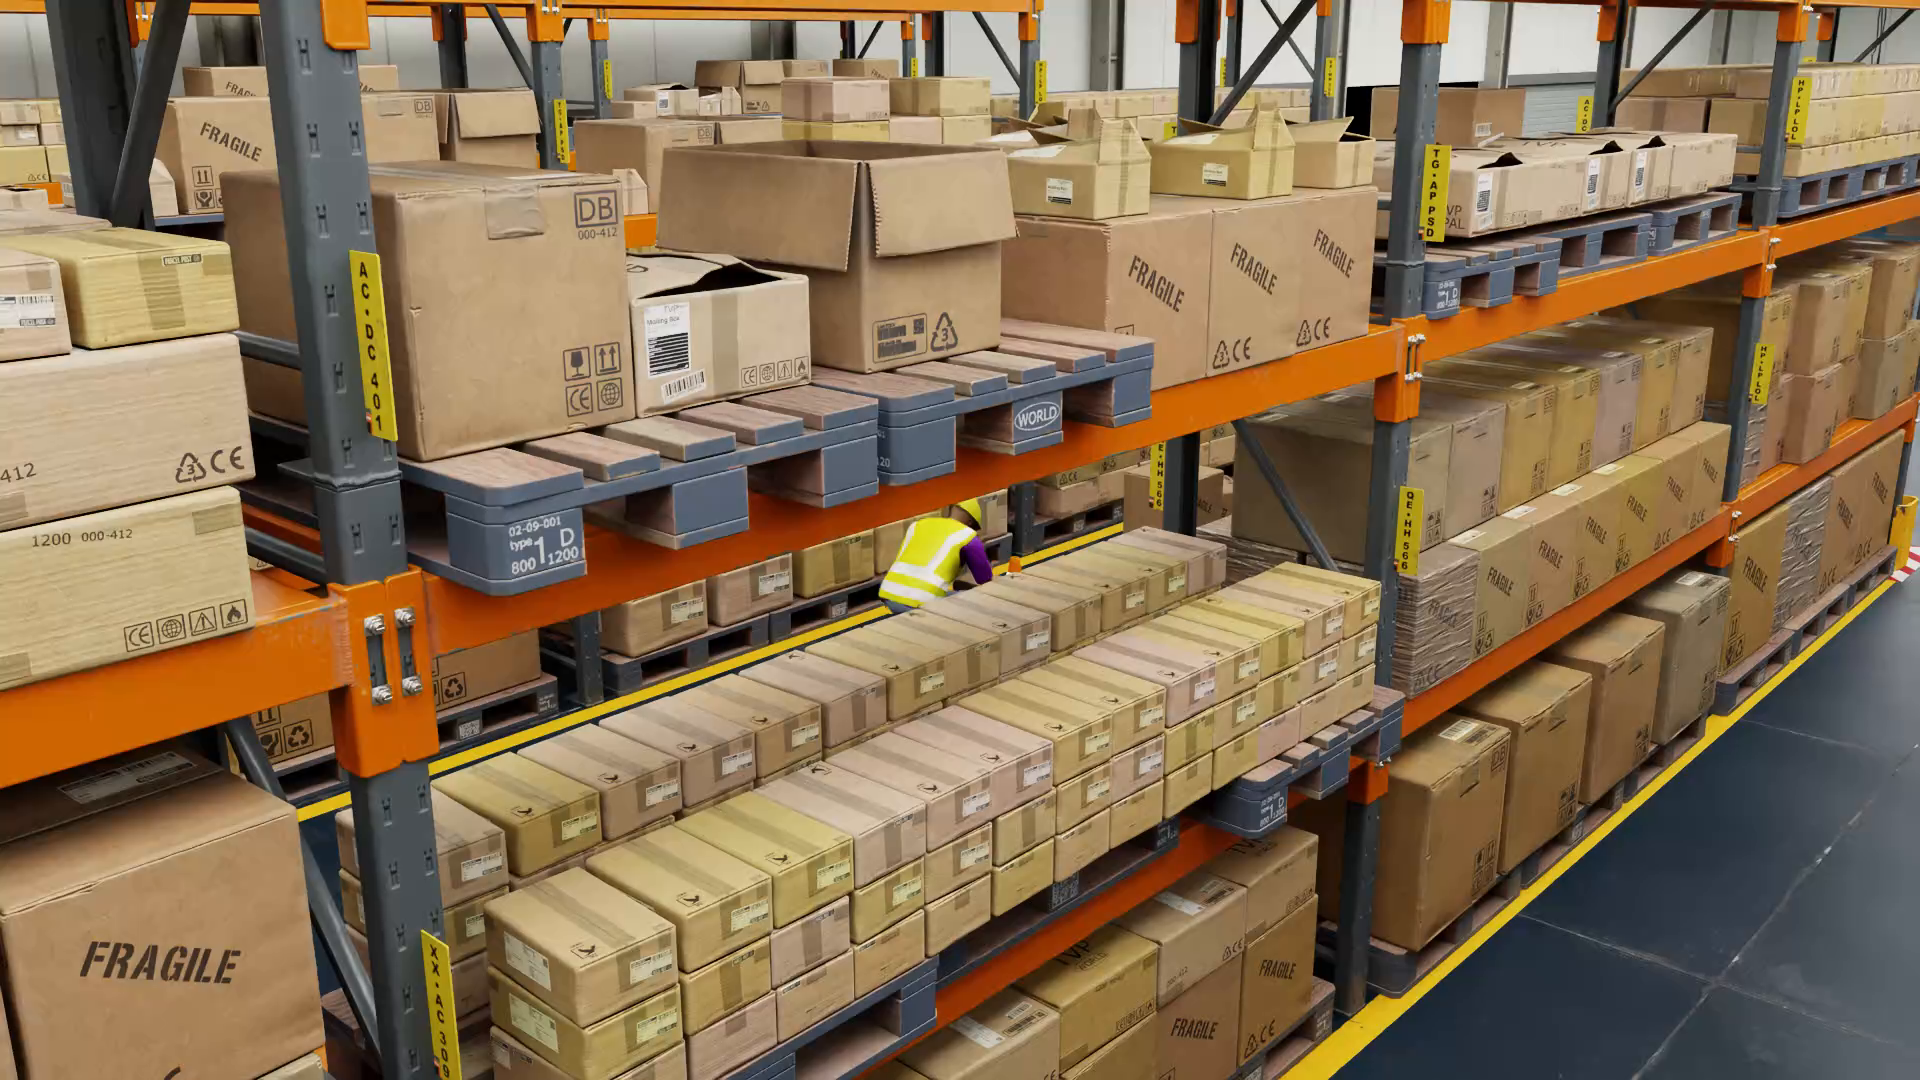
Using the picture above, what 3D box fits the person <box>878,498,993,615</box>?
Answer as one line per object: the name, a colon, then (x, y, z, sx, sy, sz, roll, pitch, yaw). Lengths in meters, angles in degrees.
person: (-0.135, 0.266, 10.443, 0.582, 1.008, 0.902, 14, 22, 39)
